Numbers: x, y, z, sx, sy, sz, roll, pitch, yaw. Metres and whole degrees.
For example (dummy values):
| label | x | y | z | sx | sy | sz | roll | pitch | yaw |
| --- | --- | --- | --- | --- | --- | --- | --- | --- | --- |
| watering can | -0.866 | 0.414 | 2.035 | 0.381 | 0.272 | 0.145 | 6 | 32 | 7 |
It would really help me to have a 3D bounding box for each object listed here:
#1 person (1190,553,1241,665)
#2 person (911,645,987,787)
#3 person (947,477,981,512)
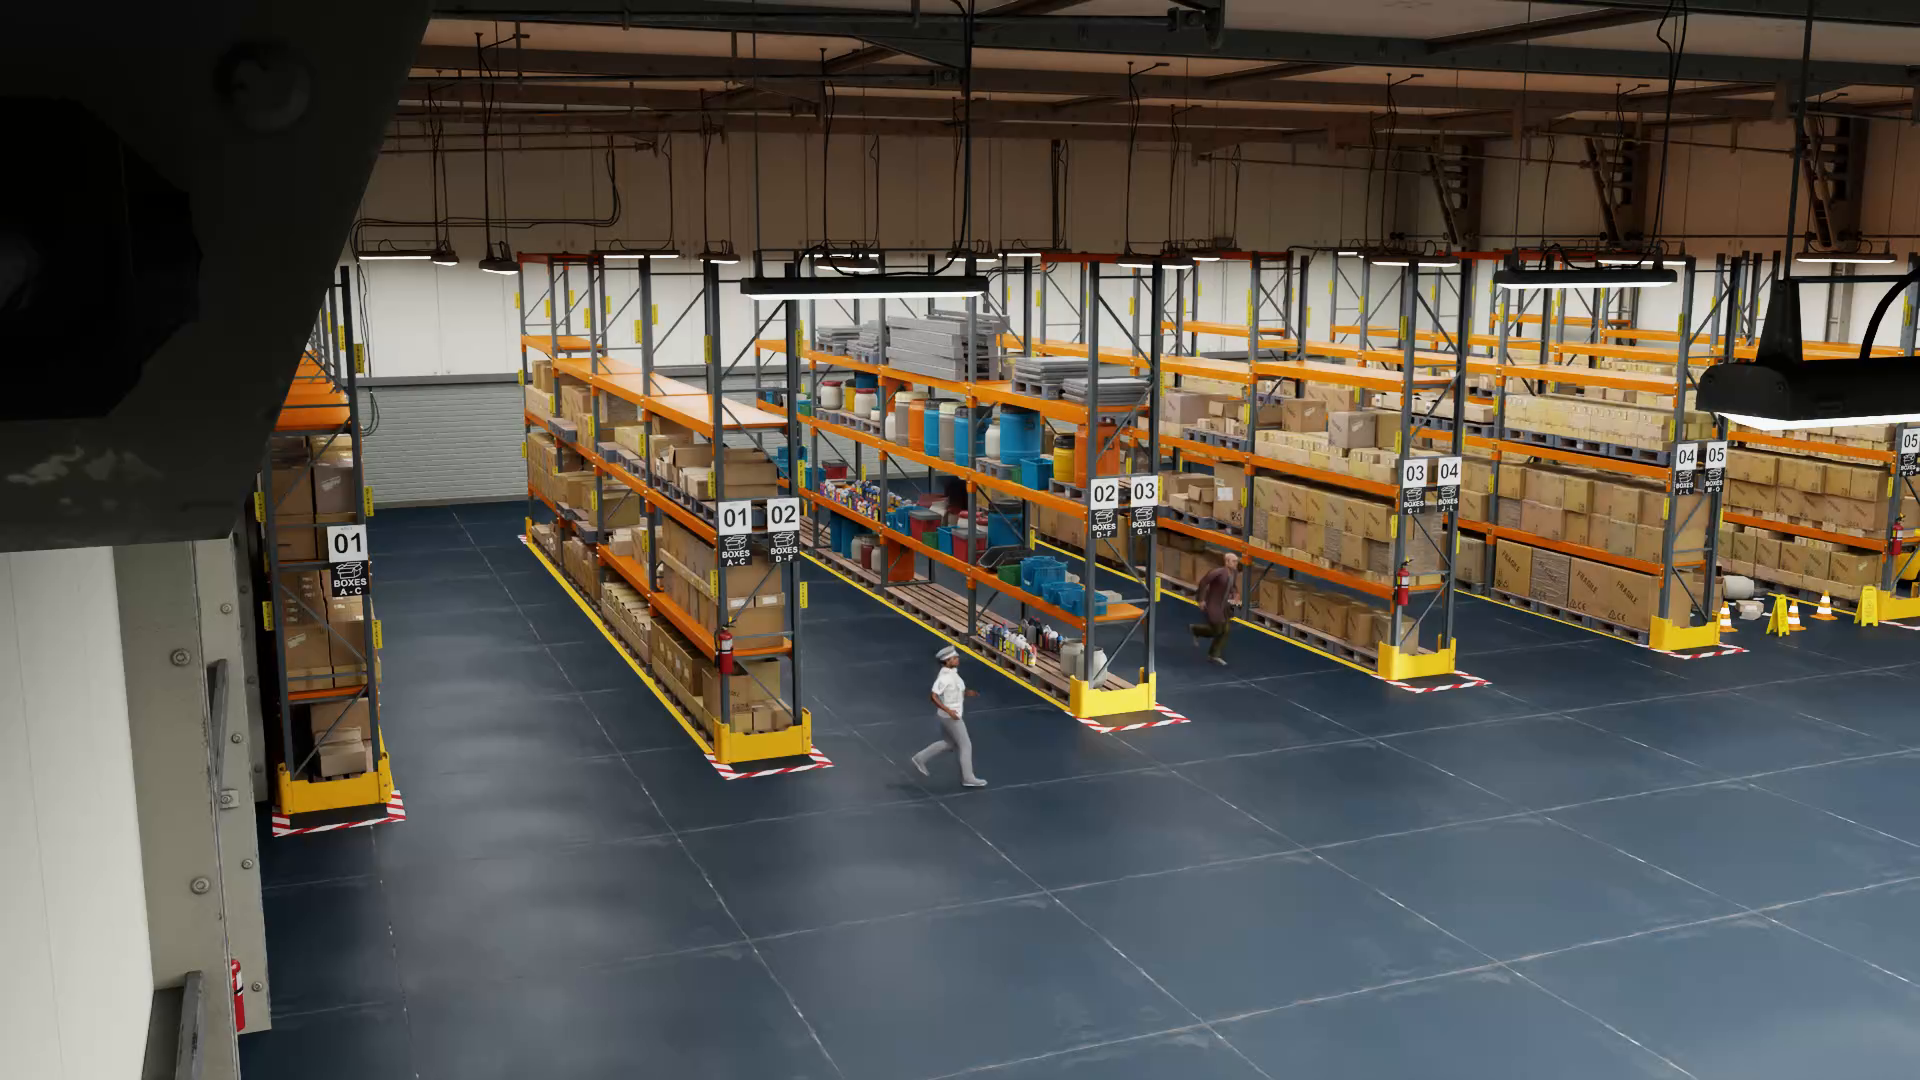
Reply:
| label | x | y | z | sx | sy | sz | roll | pitch | yaw |
| --- | --- | --- | --- | --- | --- | --- | --- | --- | --- |
| person | 3.813 | 0.999 | 24.953 | 0.800 | 1.717 | 0.705 | 9 | 14 | 41 |
| person | -0.135 | 2.027 | 19.247 | 0.892 | 1.672 | 0.587 | 0 | 10 | 2 |
| person | 0.073 | -0.345 | 31.855 | 0.651 | 1.805 | 0.983 | -6 | 12 | -30 |
